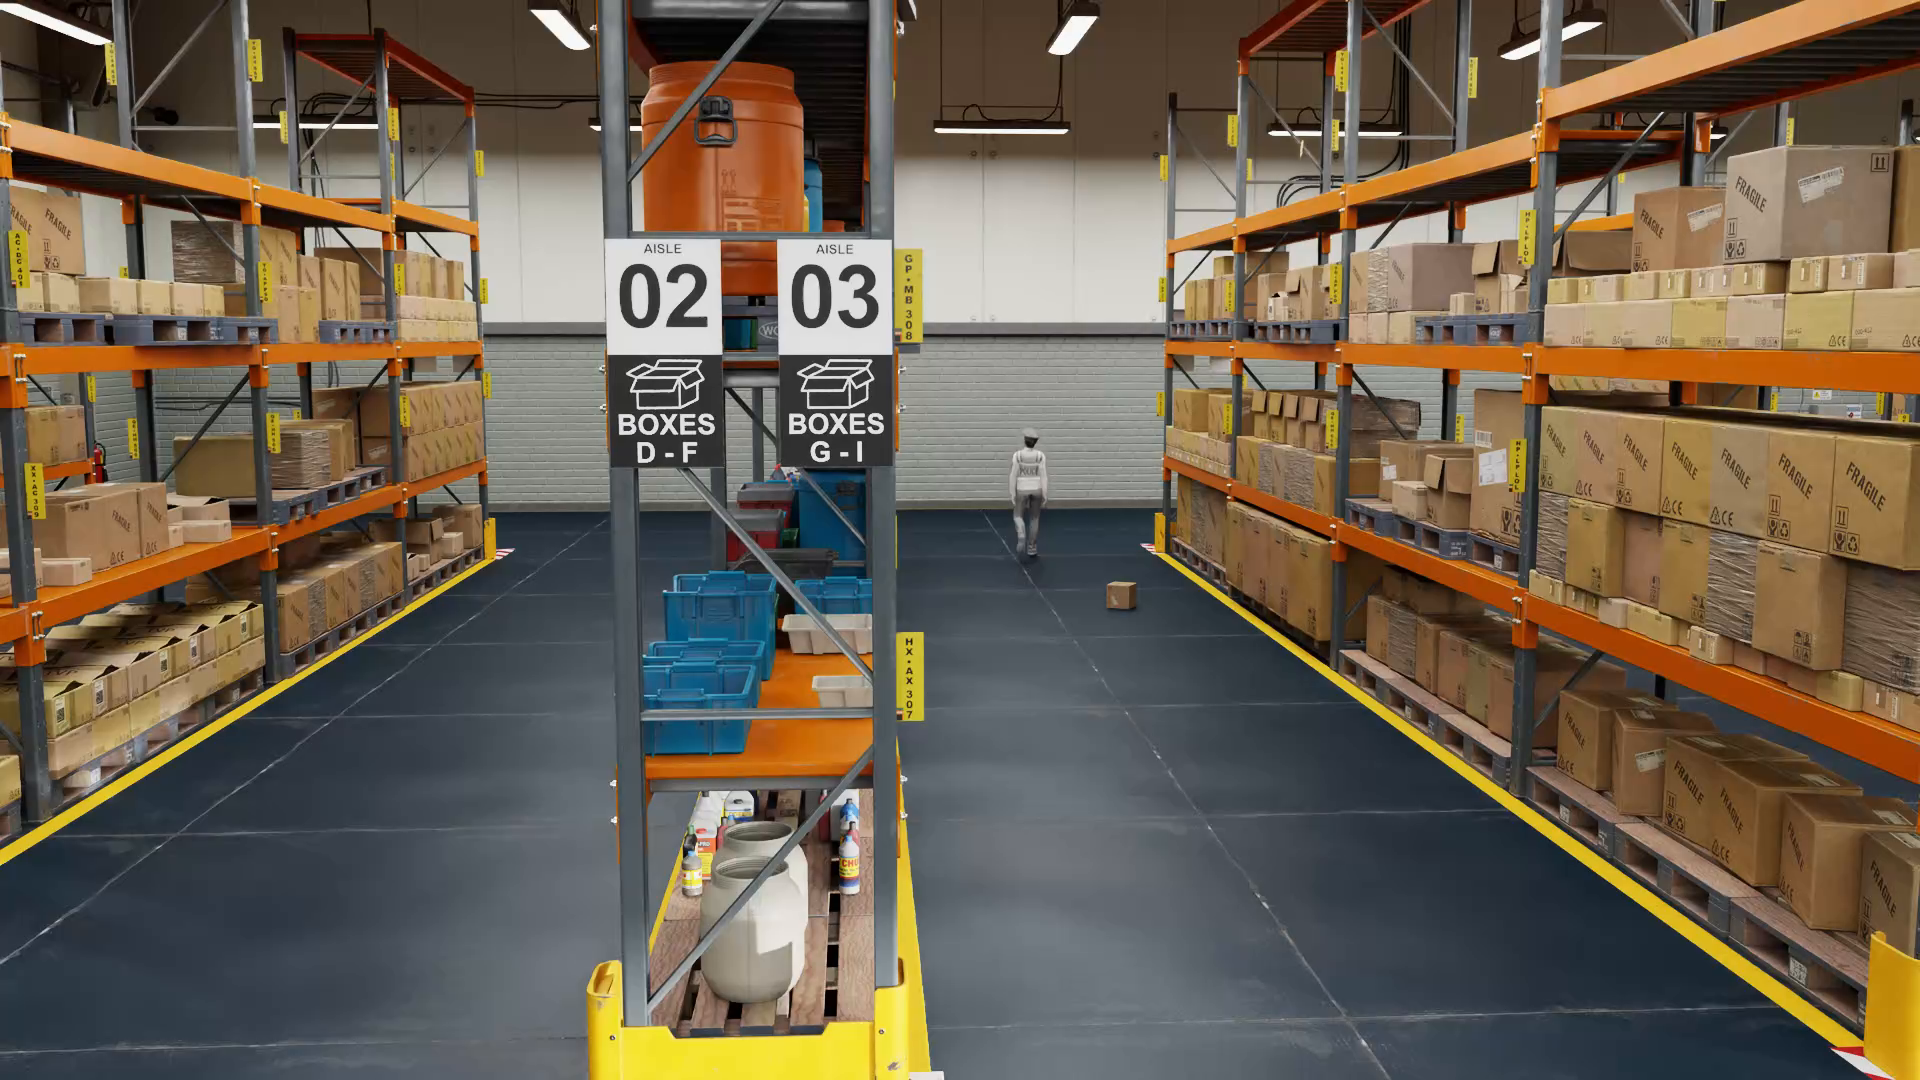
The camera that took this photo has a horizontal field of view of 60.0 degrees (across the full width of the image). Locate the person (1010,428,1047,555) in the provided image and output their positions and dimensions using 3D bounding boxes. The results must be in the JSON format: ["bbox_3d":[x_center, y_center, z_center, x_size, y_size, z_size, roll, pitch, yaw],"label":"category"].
[{"bbox_3d":[0.886,-0.623,21.597,0.491,1.673,0.612,0,7,0],"label":"person"}]
